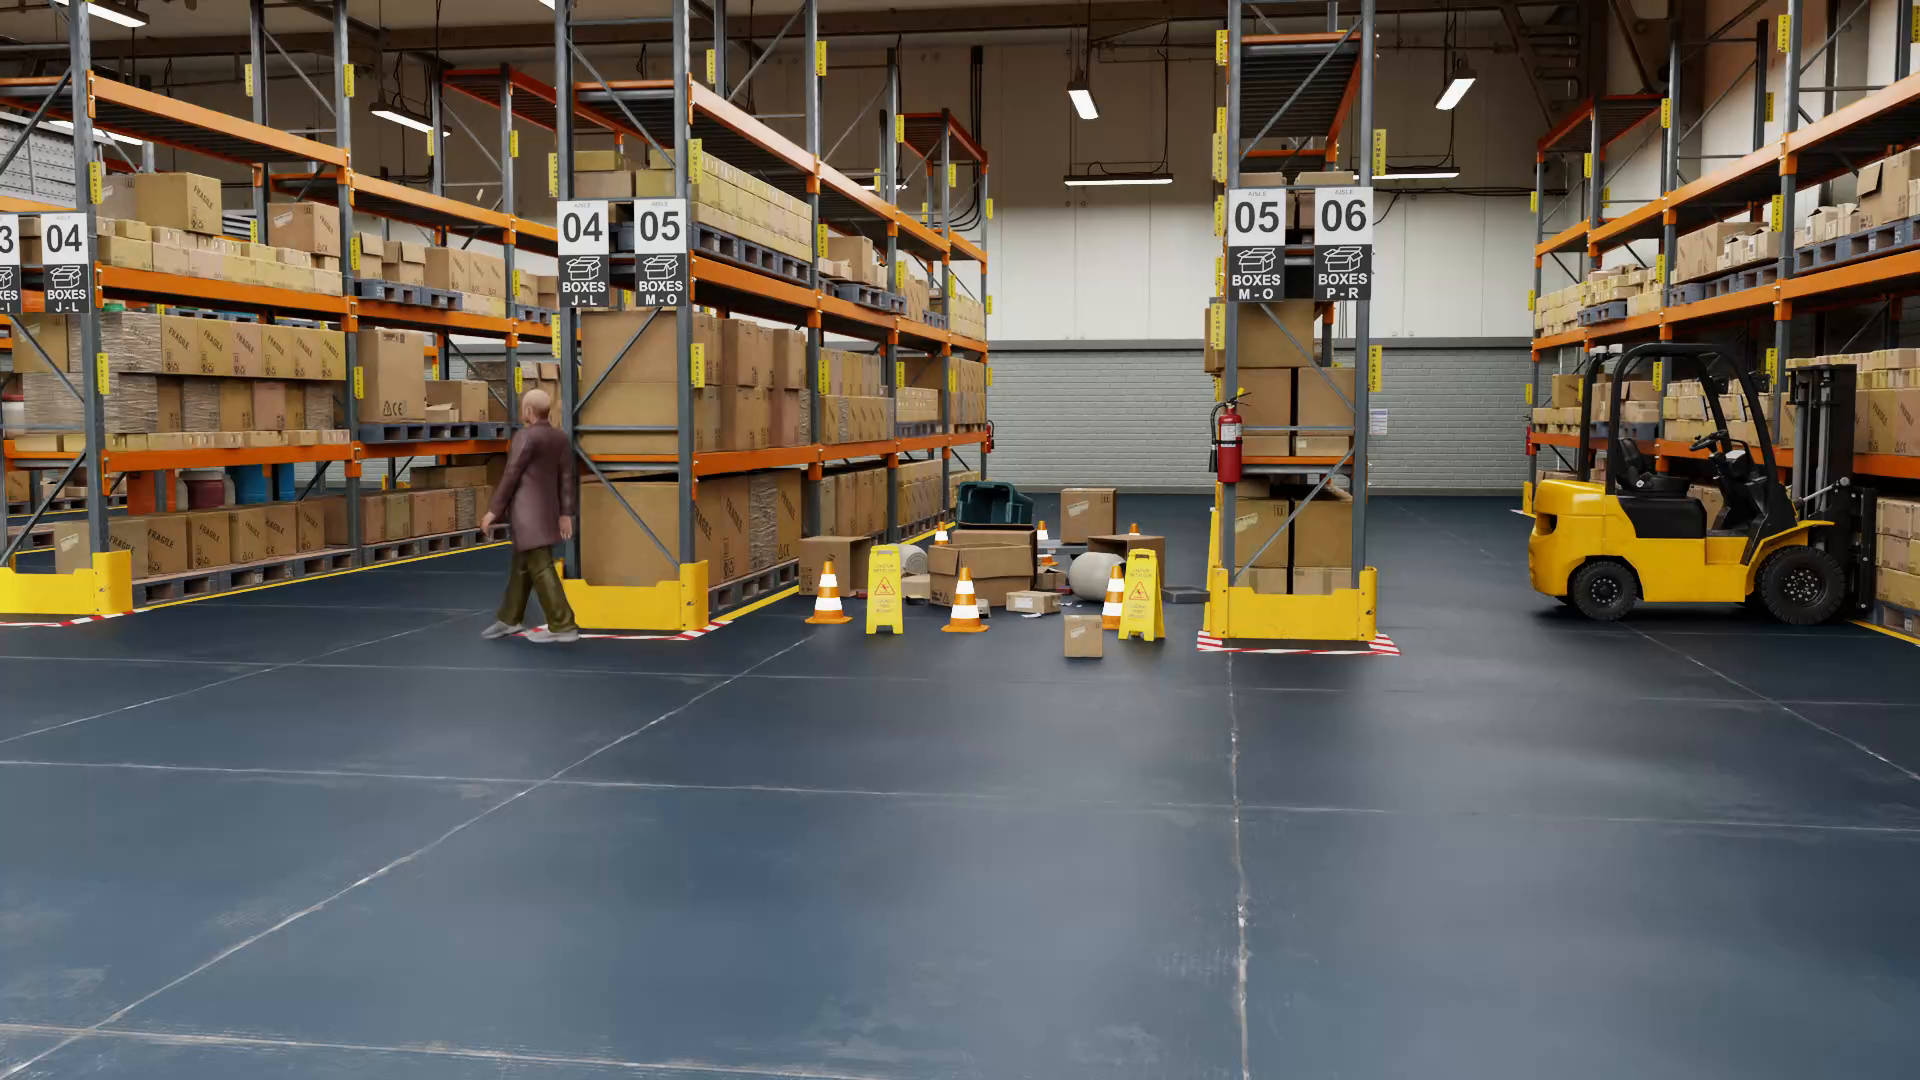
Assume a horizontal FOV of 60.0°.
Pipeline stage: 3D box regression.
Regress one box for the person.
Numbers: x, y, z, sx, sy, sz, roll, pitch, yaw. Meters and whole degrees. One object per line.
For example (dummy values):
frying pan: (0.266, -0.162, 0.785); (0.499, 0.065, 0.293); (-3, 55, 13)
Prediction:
person: (-3.049, -0.155, 11.555); (0.917, 1.777, 0.577); (1, 5, 18)
